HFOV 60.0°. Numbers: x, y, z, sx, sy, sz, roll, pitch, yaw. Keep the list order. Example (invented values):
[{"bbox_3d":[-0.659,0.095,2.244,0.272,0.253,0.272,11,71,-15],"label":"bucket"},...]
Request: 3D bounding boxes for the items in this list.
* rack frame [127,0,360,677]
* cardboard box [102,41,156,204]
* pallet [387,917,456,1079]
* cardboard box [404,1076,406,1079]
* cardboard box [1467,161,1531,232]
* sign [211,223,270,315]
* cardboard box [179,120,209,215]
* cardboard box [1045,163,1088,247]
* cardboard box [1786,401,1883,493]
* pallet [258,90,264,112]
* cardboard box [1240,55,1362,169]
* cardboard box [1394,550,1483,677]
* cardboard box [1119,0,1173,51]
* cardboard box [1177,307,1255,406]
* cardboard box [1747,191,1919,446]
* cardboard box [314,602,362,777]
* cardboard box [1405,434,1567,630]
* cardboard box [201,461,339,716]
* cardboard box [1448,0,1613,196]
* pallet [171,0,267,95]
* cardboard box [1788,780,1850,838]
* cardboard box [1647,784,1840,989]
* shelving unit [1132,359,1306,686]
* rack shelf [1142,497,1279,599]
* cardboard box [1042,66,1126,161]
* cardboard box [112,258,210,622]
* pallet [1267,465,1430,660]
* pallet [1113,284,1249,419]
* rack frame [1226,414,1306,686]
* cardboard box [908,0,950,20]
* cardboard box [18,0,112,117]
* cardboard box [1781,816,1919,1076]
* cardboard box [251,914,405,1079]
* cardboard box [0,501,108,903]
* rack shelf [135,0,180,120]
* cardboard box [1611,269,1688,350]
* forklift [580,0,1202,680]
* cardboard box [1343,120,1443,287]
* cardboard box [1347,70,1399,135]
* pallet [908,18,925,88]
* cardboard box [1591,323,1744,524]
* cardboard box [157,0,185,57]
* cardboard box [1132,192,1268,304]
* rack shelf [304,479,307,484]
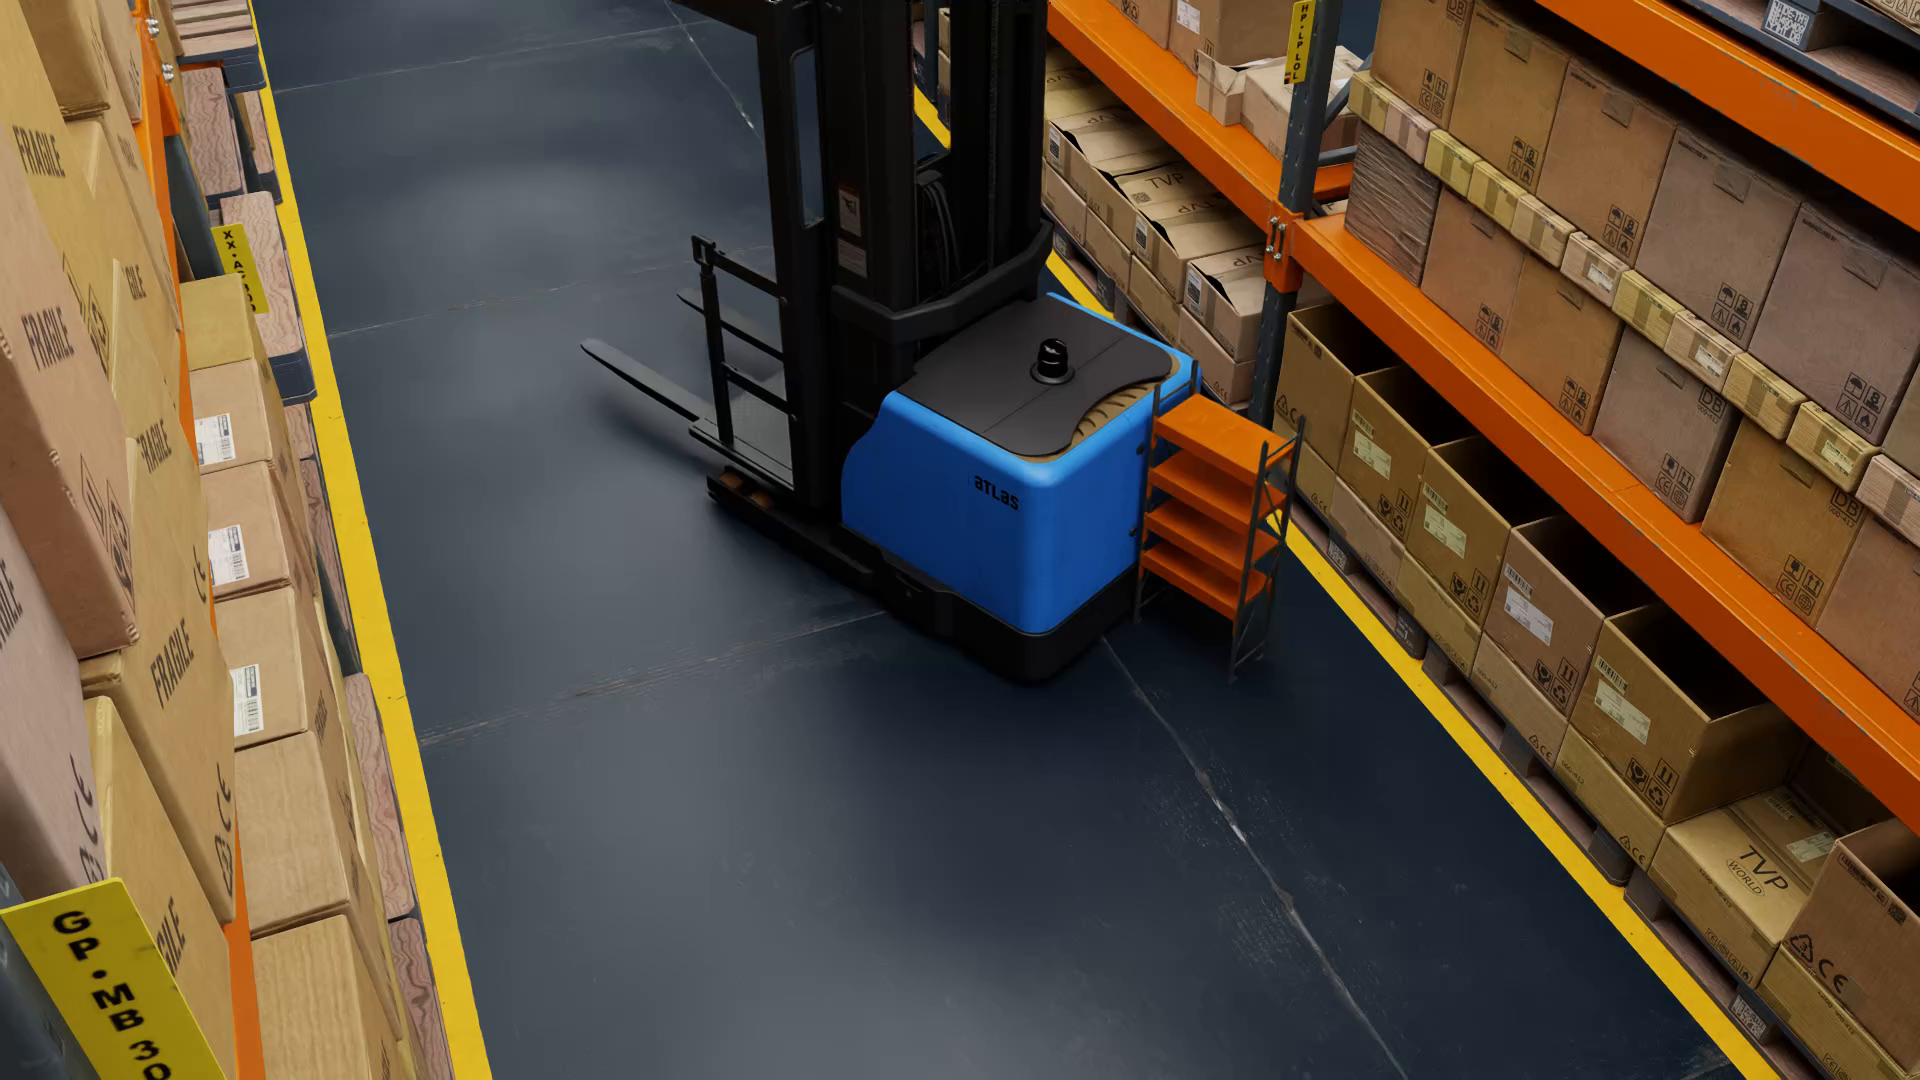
[{"bbox_3d":[-2.784,-0.385,5.398,1.000,3.000,0.127,-15,43,-17],"label":"rack frame"},{"bbox_3d":[-2.181,-1.018,3.741,0.500,0.500,0.500,-19,44,-20],"label":"cardboard box"},{"bbox_3d":[-2.024,1.804,4.991,1.003,0.211,1.213,-15,43,-17],"label":"pallet"},{"bbox_3d":[-1.359,1.391,3.432,0.500,0.250,0.500,-16,43,-18],"label":"cardboard box"},{"bbox_3d":[2.013,-1.233,5.810,0.380,0.149,0.250,-15,43,-17],"label":"cardboard box"},{"bbox_3d":[-2.286,-0.854,5.278,0.100,0.325,0.005,-15,43,-17],"label":"sign"},{"bbox_3d":[-3.155,-1.244,5.982,0.700,0.500,0.500,-11,42,-12],"label":"cardboard box"},{"bbox_3d":[0.783,-1.838,8.873,0.500,0.250,0.500,-14,43,-16],"label":"cardboard box"},{"bbox_3d":[2.605,-0.302,4.726,0.380,0.149,0.250,-14,43,-16],"label":"cardboard box"},{"bbox_3d":[-5.010,-2.965,10.536,1.003,0.211,1.213,-15,43,-17],"label":"pallet"},{"bbox_3d":[1.562,-1.852,7.219,0.500,0.250,0.500,-13,42,-14],"label":"cardboard box"},{"bbox_3d":[2.061,0.220,6.481,0.500,0.250,0.500,-15,43,-17],"label":"cardboard box"},{"bbox_3d":[1.119,-2.747,8.067,0.500,0.500,0.500,-15,43,-17],"label":"cardboard box"},{"bbox_3d":[1.364,-0.918,7.803,0.500,0.250,0.500,-16,43,-17],"label":"cardboard box"},{"bbox_3d":[2.735,-0.679,4.667,0.700,0.500,0.500,-15,43,-17],"label":"cardboard box"},{"bbox_3d":[-1.933,0.475,4.497,0.500,0.250,0.500,-15,43,-17],"label":"cardboard box"},{"bbox_3d":[2.062,-0.065,6.236,0.500,0.500,0.500,-15,43,-17],"label":"cardboard box"},{"bbox_3d":[-1.939,0.192,4.250,0.500,0.500,0.500,-16,43,-18],"label":"cardboard box"},{"bbox_3d":[2.161,-1.584,5.719,0.700,0.500,0.500,-15,43,-17],"label":"cardboard box"},{"bbox_3d":[-3.944,-2.320,7.794,1.213,0.211,1.003,-15,43,-17],"label":"pallet"},{"bbox_3d":[3.127,0.991,5.584,0.500,0.250,0.500,-15,43,-17],"label":"cardboard box"},{"bbox_3d":[2.641,1.122,5.432,0.500,0.250,0.500,-15,43,-17],"label":"cardboard box"},{"bbox_3d":[0.972,-0.049,6.387,0.503,1.200,0.258,33,50,32],"label":"shelving unit"},{"bbox_3d":[0.972,0.002,6.431,0.480,0.148,0.258,33,50,32],"label":"rack shelf"},{"bbox_3d":[0.591,-2.352,9.041,0.500,0.311,0.500,-16,43,-18],"label":"cardboard box"},{"bbox_3d":[-1.526,-0.067,2.634,0.500,0.500,0.500,-13,42,-15],"label":"cardboard box"},{"bbox_3d":[2.057,-0.077,7.177,1.003,0.211,1.213,-15,43,-17],"label":"pallet"},{"bbox_3d":[1.473,-1.000,8.251,1.003,0.211,1.213,-15,43,-17],"label":"pallet"},{"bbox_3d":[1.145,0.063,6.257,0.015,1.200,0.240,33,50,32],"label":"rack frame"},{"bbox_3d":[-0.314,-3.757,10.898,0.500,0.500,0.500,-14,43,-15],"label":"cardboard box"},{"bbox_3d":[-1.913,-1.074,3.039,0.500,0.500,0.500,-17,43,-18],"label":"cardboard box"},{"bbox_3d":[2.841,1.136,4.840,0.500,0.500,0.500,-15,43,-17],"label":"cardboard box"},{"bbox_3d":[-1.339,1.126,3.164,0.500,0.500,0.500,-15,43,-17],"label":"cardboard box"},{"bbox_3d":[-1.177,0.170,1.593,0.500,0.500,0.500,-18,44,-20],"label":"cardboard box"},{"bbox_3d":[-3.550,-2.455,6.055,1.077,0.370,4.000,-15,43,-17],"label":"rack shelf"},{"bbox_3d":[2.311,-0.765,5.265,0.380,0.149,0.250,-15,43,-17],"label":"cardboard box"},{"bbox_3d":[-0.482,-1.393,6.622,3.031,2.935,1.130,30,49,30],"label":"forklift"},{"bbox_3d":[1.967,-1.396,6.496,0.700,0.500,0.500,-16,43,-18],"label":"cardboard box"},{"bbox_3d":[1.715,-1.697,6.349,0.380,0.149,0.250,-15,43,-17],"label":"cardboard box"},{"bbox_3d":[0.010,-3.435,11.083,1.003,0.211,1.213,-15,43,-17],"label":"pallet"},{"bbox_3d":[2.560,-0.468,5.417,0.700,0.500,0.500,-14,43,-16],"label":"cardboard box"},{"bbox_3d":[-3.887,-2.389,7.314,0.700,0.500,0.500,-19,44,-21],"label":"cardboard box"},{"bbox_3d":[1.166,-1.437,7.977,0.500,0.311,0.500,-14,43,-16],"label":"cardboard box"},{"bbox_3d":[-2.019,1.092,4.231,1.077,0.370,4.000,-15,43,-17],"label":"rack shelf"}]
